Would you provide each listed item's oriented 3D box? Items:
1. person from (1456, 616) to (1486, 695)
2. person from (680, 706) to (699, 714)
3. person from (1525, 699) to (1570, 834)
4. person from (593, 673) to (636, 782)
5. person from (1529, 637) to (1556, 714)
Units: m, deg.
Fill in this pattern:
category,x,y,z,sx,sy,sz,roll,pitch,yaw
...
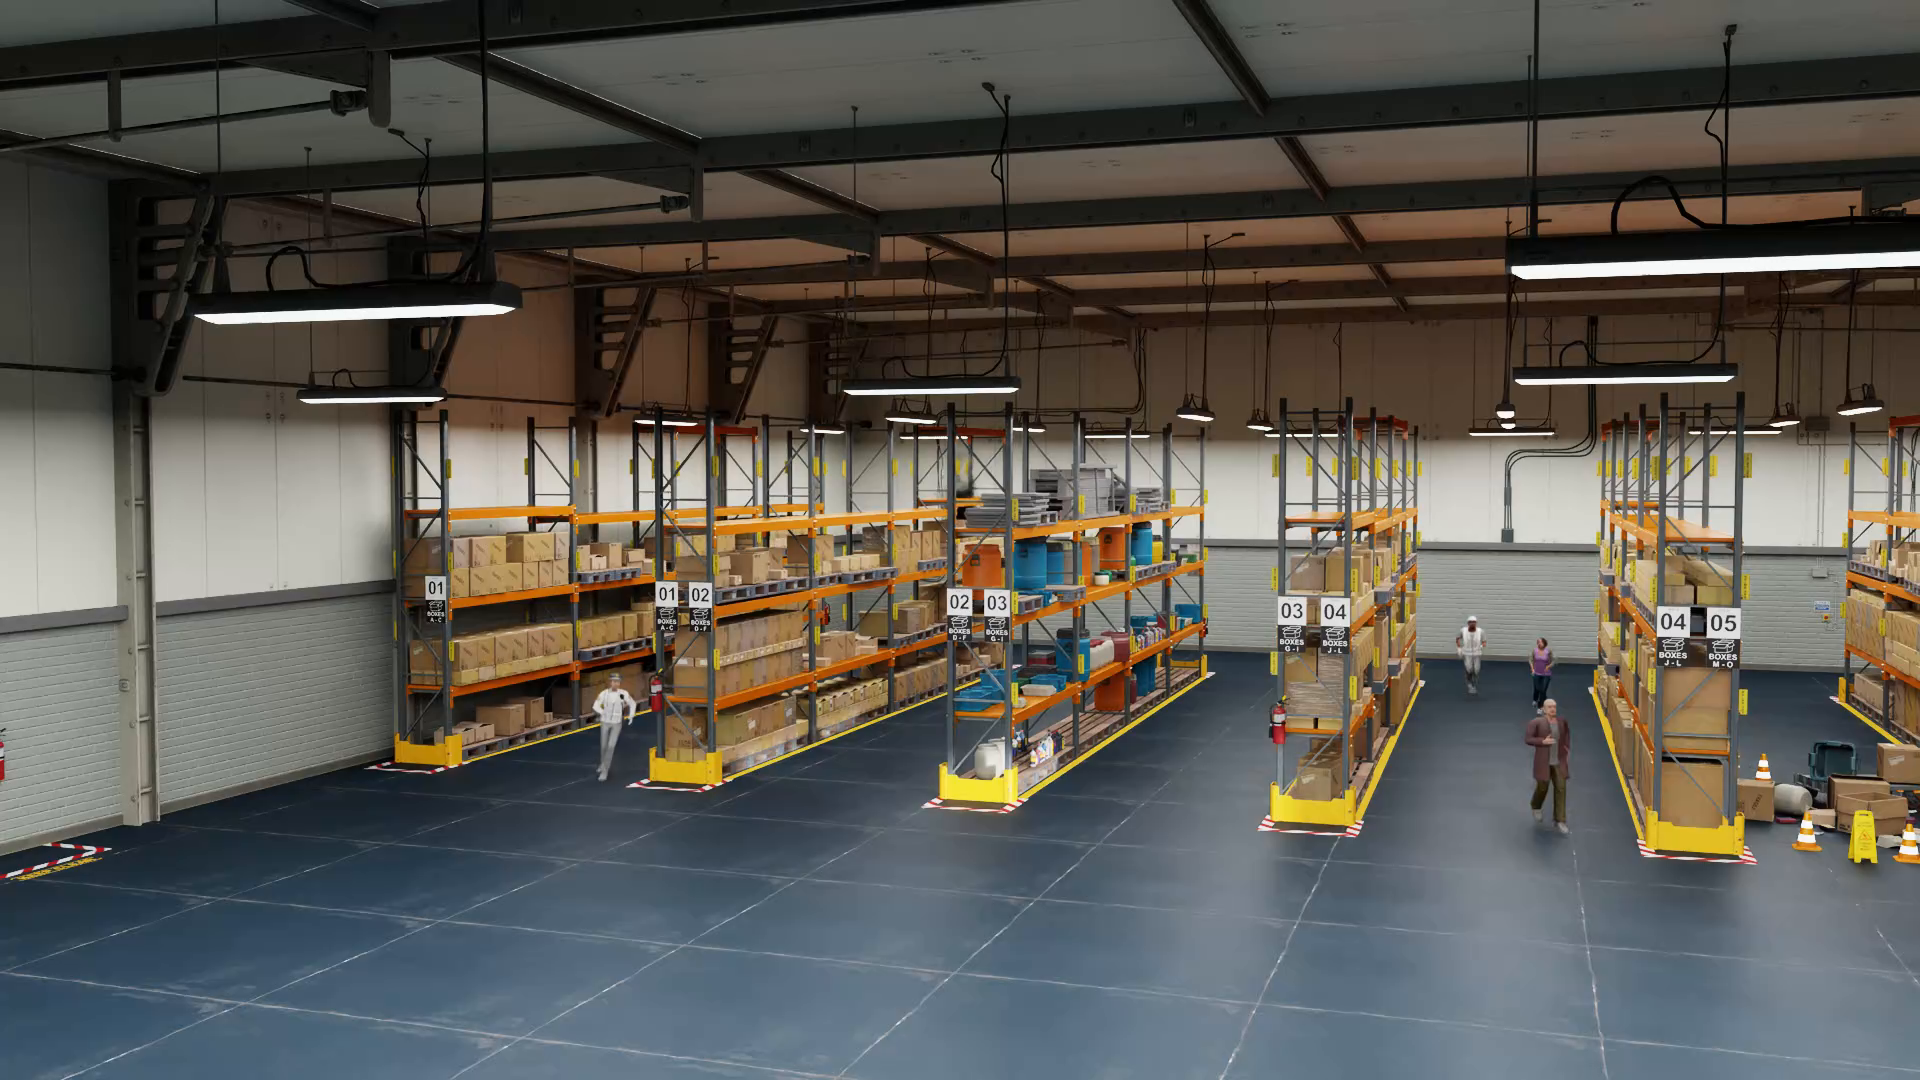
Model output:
category,x,y,z,sx,sy,sz,roll,pitch,yaw
person,11.340,2.552,36.842,0.619,1.754,0.762,0,2,7
person,-4.964,2.982,30.693,0.542,1.451,0.842,0,2,11
person,8.171,3.090,23.028,0.709,1.780,1.009,0,2,1
person,-5.611,3.001,26.949,0.668,1.699,0.774,0,2,-4
person,11.866,2.769,33.958,0.497,1.568,0.549,1,3,22
